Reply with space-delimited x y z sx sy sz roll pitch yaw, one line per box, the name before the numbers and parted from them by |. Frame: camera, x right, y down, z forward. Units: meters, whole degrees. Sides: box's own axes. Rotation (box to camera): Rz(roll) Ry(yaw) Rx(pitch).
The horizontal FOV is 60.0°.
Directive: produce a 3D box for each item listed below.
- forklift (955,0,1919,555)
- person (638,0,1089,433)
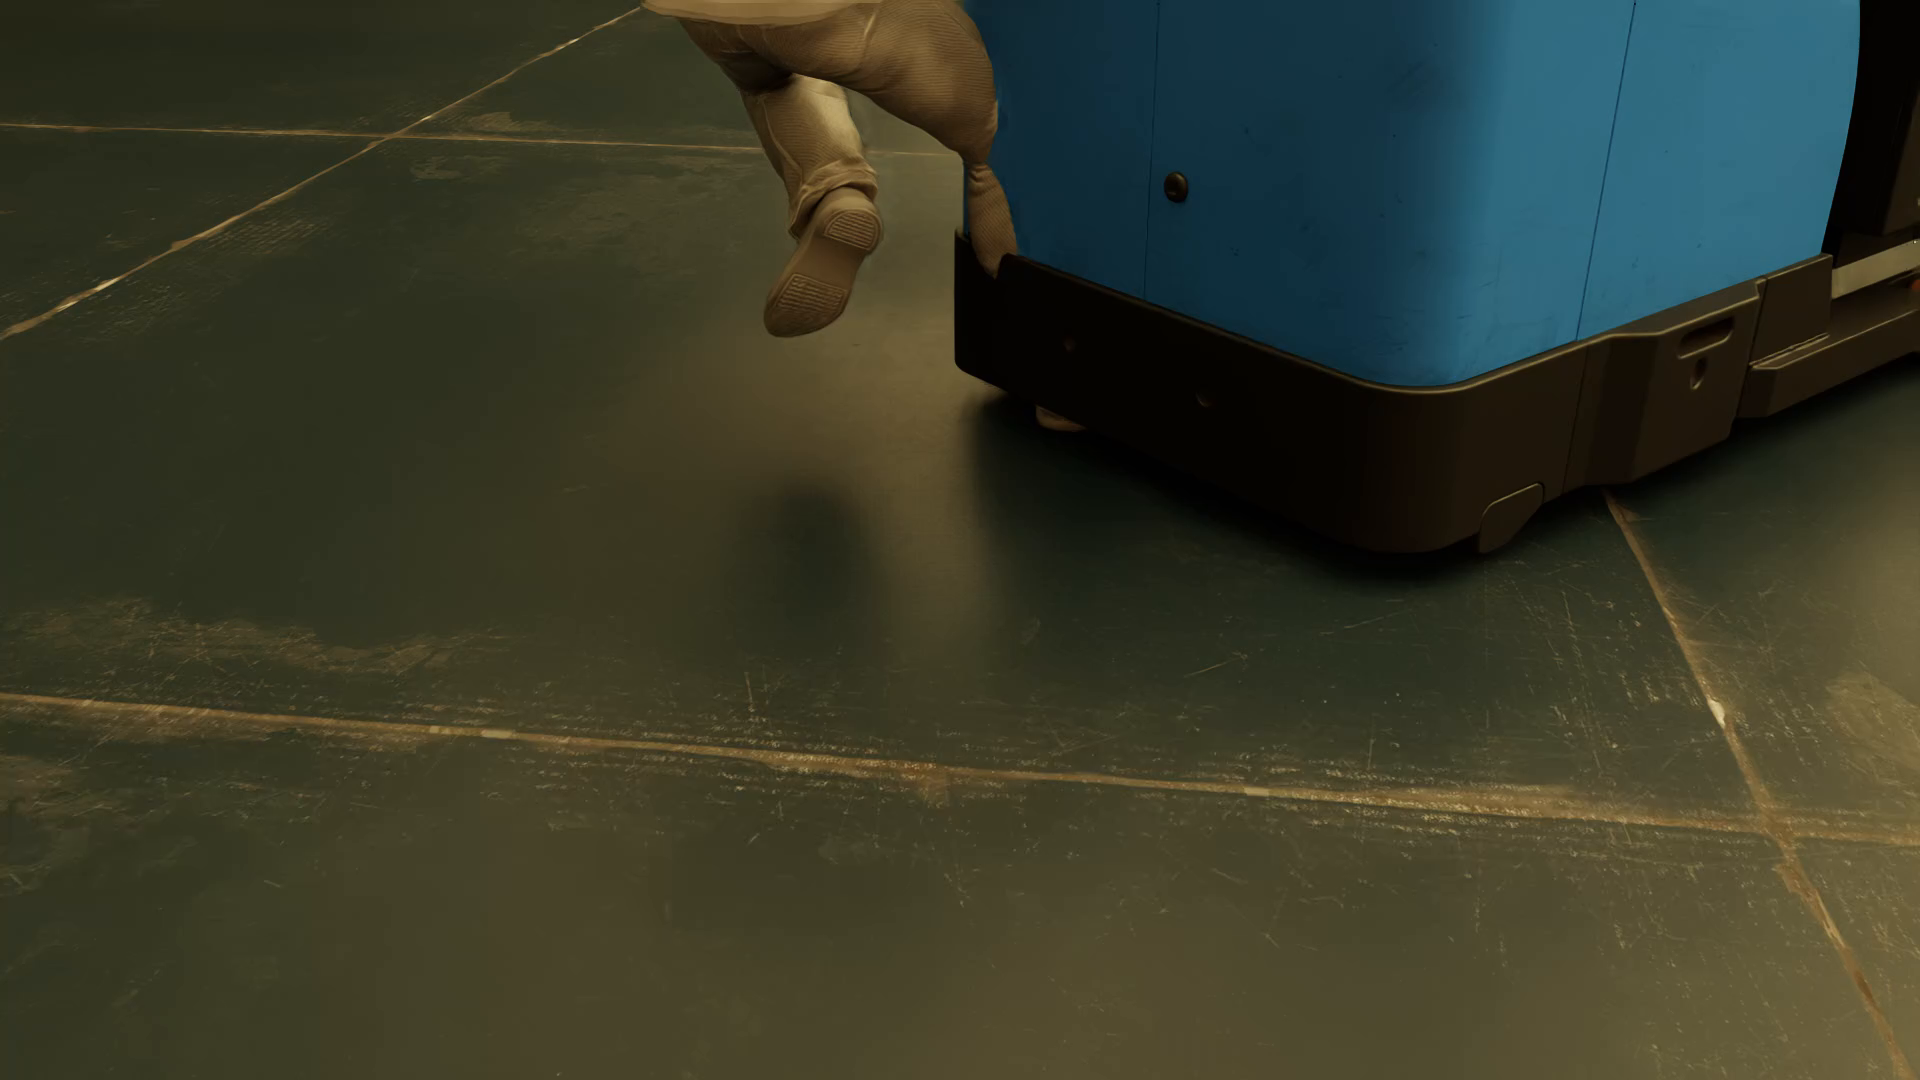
forklift | 1.464 -1.809 2.842 3.031 2.935 1.130 -19 32 -33
person | -0.132 -0.971 2.661 0.813 1.609 0.751 11 28 20
